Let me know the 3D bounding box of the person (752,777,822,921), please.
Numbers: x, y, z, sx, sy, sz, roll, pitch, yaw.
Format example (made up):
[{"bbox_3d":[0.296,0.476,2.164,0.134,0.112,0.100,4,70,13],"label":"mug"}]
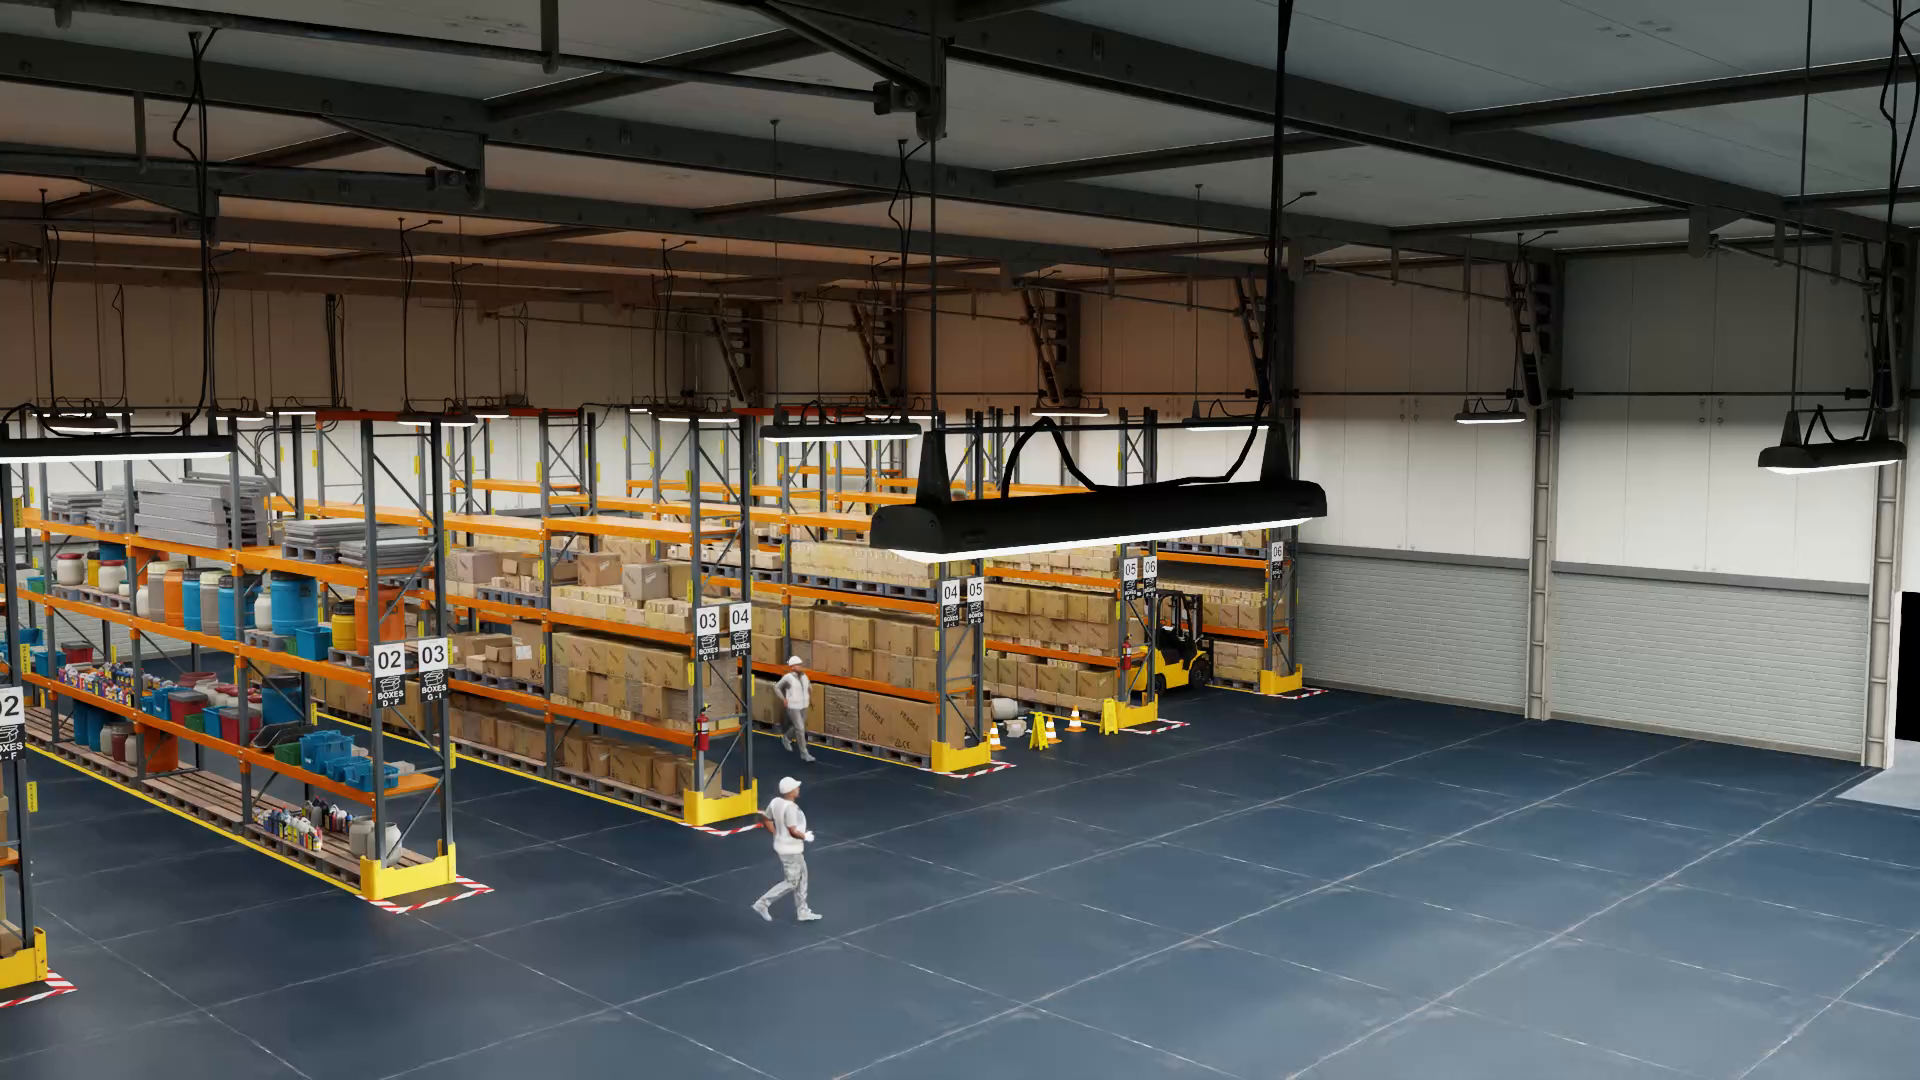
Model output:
[{"bbox_3d":[-2.061,3.700,19.767,0.885,1.777,0.682,-2,5,-22],"label":"person"}]

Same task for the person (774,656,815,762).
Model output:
[{"bbox_3d":[-2.818,2.881,28.718,0.970,1.758,0.656,4,7,41],"label":"person"}]

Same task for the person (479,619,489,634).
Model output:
[{"bbox_3d":[-11.716,1.965,40.742,0.479,1.523,0.573,0,5,-3],"label":"person"}]
